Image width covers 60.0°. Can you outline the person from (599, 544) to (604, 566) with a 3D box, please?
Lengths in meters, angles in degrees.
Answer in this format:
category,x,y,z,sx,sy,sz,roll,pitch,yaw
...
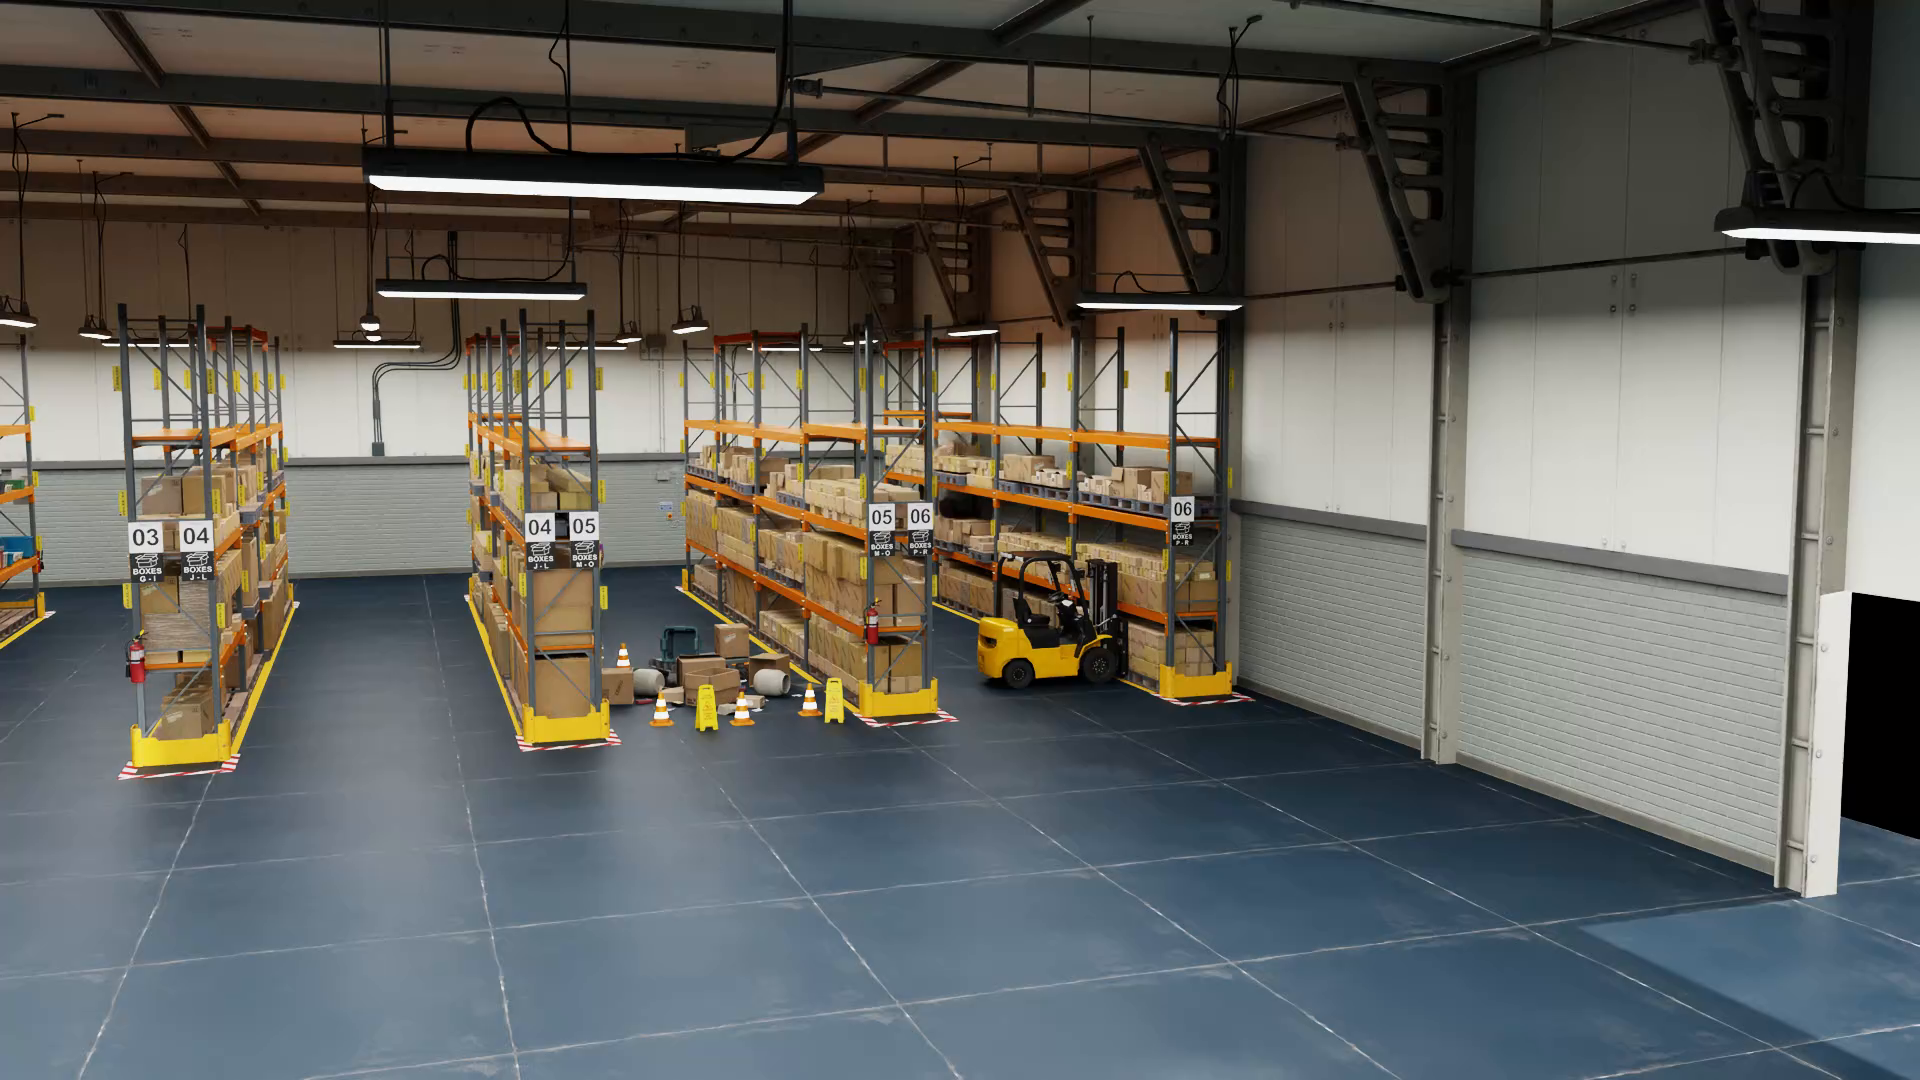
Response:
category,x,y,z,sx,sy,sz,roll,pitch,yaw
person,-8.283,0.593,37.007,0.699,1.645,1.049,-1,6,-14
